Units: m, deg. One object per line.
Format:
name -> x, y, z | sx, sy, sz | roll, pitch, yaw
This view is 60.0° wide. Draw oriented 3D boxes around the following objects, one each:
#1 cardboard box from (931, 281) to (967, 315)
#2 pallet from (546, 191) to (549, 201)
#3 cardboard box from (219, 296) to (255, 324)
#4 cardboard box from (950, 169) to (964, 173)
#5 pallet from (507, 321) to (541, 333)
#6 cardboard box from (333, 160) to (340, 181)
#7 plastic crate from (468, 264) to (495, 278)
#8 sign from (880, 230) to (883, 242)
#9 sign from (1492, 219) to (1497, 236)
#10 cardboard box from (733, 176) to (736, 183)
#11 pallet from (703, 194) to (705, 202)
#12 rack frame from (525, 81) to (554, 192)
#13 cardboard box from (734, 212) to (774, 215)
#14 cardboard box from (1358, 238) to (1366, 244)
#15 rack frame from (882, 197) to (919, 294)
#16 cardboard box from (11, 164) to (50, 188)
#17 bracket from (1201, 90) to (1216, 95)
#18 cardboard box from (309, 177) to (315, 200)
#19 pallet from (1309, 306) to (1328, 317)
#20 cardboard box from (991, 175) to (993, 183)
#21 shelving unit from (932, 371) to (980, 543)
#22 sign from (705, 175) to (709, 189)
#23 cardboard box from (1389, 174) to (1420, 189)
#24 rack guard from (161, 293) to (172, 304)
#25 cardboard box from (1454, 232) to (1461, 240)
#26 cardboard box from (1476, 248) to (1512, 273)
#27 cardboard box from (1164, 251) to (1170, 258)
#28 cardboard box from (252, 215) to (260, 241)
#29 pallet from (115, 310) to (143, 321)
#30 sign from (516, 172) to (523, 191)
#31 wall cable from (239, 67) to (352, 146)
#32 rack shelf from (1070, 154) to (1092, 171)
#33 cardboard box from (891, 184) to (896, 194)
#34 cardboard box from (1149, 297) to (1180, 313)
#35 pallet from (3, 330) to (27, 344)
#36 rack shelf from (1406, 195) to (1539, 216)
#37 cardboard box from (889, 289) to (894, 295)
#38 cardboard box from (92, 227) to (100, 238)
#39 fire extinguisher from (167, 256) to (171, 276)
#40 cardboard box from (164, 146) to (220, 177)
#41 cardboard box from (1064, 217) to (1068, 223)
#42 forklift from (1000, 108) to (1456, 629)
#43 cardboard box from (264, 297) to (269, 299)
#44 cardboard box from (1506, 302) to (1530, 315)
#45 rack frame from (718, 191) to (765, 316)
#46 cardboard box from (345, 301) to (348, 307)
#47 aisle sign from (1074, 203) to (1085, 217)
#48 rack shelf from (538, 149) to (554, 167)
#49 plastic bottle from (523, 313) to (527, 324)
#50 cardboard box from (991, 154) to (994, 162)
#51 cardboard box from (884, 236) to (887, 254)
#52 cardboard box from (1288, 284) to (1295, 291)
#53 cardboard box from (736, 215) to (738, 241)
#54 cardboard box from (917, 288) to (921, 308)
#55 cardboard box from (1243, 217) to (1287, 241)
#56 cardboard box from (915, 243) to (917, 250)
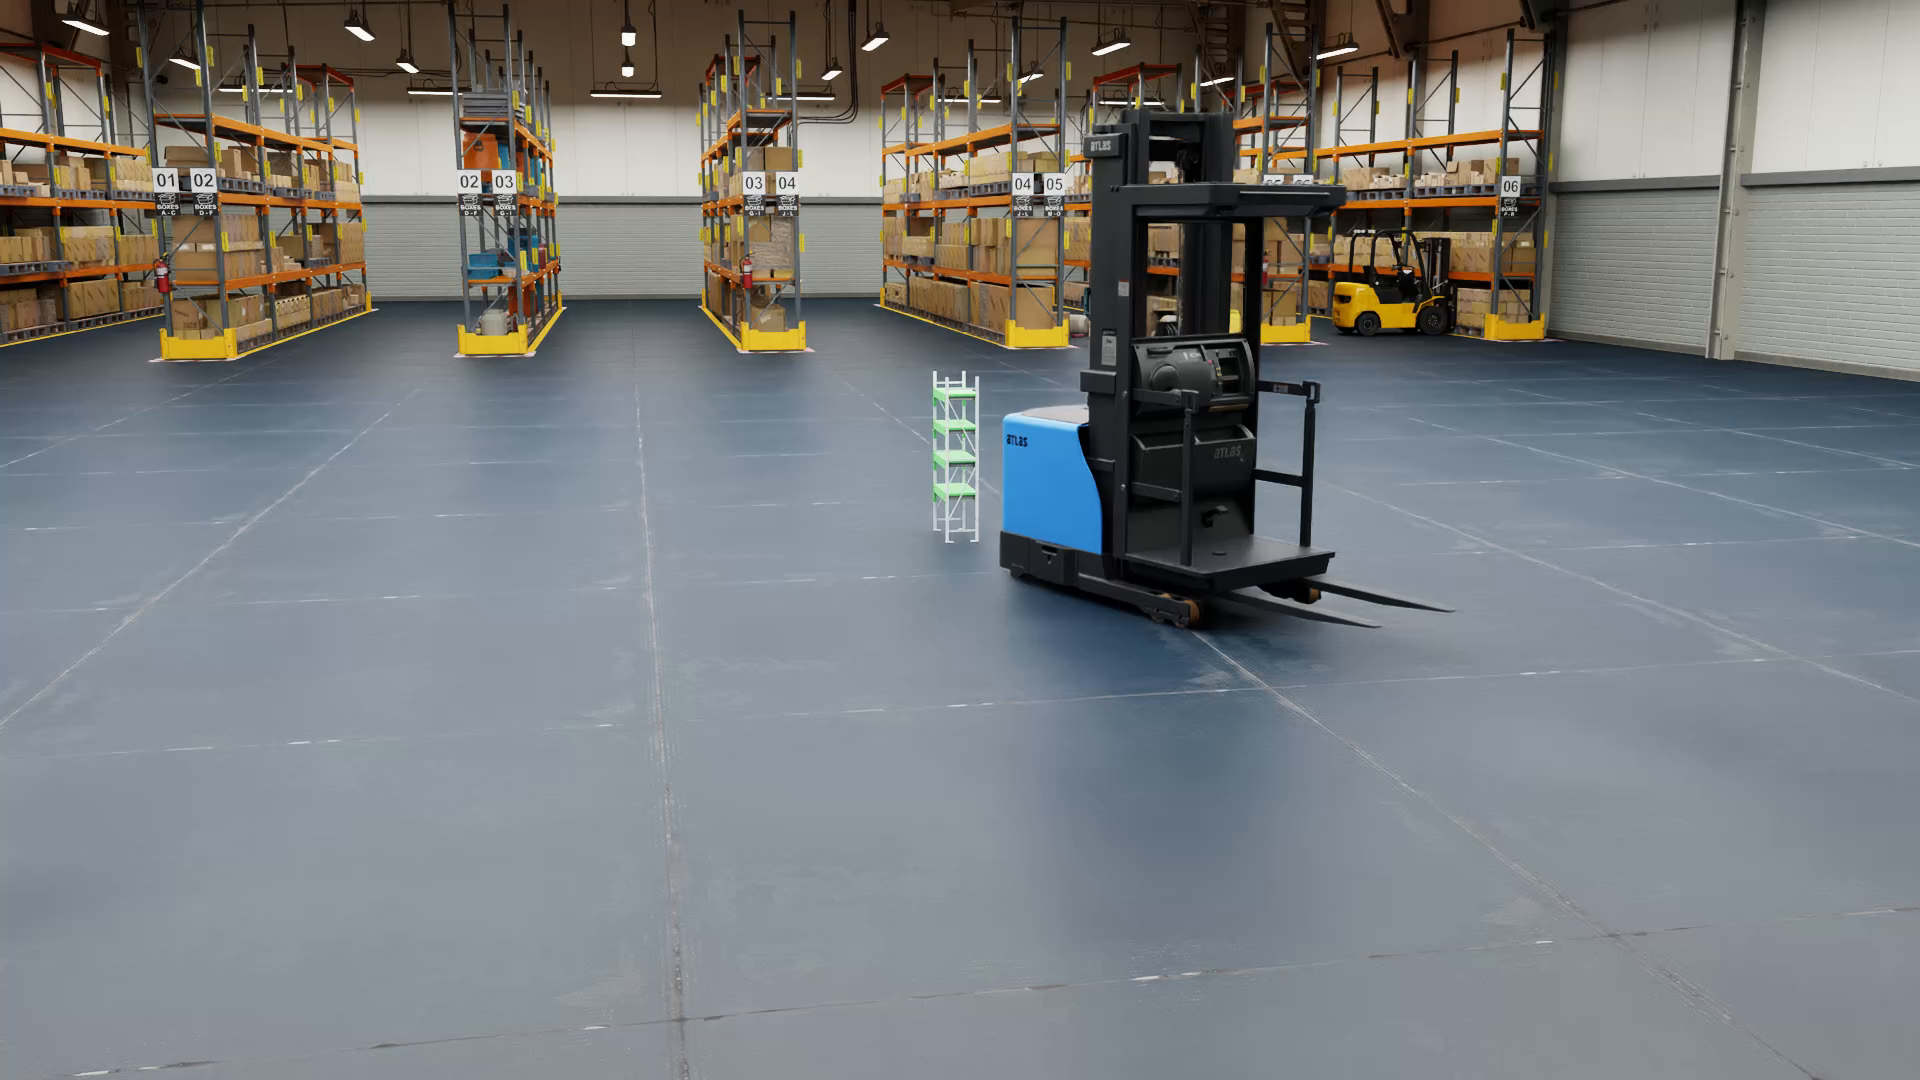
cardboard box -> -0.075, -5.606, 38.522 | 1.050, 0.750, 0.750 | -2, 11, -12
pallet -> -10.155, -8.044, 38.921 | 1.003, 0.211, 1.213 | -2, 11, -11
cardboard box -> -13.327, -4.237, 30.660 | 0.500, 0.500, 0.500 | -2, 11, -11
cardboard box -> -0.102, -8.743, 39.771 | 0.396, 0.266, 0.258 | -2, 11, -11
pallet -> -9.502, -4.541, 35.492 | 1.003, 0.211, 1.213 | -2, 11, -11
cardboard box -> -15.576, -9.031, 40.657 | 0.700, 0.500, 0.500 | -2, 11, -11
plastic crate -> -8.804, -4.938, 30.516 | 0.499, 0.251, 0.408 | -2, 11, -11
sign -> -2.193, -8.493, 46.479 | 0.100, 0.325, 0.005 | -2, 11, -11
sign -> 10.620, -6.200, 33.021 | 0.100, 0.325, 0.005 | -2, 11, -11
cardboard box -> -4.244, -7.057, 32.564 | 0.380, 0.149, 0.250 | -2, 11, -12
pallet -> -6.391, -9.220, 44.829 | 1.003, 0.211, 1.213 | -2, 11, -11
rack frame -> -11.404, -10.692, 44.307 | 1.000, 3.000, 0.127 | -2, 11, -11
cardboard box -> -4.229, -6.376, 34.948 | 1.000, 1.000, 1.000 | -2, 11, -11
cardboard box -> 9.633, -7.062, 39.275 | 0.380, 0.149, 0.250 | -2, 11, -10
rack frame -> -1.661, -8.087, 46.664 | 1.000, 3.000, 0.127 | -2, 11, -11
cardboard box -> -19.715, -7.742, 35.382 | 0.700, 0.500, 0.500 | -3, 11, -15
bracket -> 7.430, -14.285, 53.556 | 0.076, 0.066, 5.218 | -2, 11, -11
cardboard box -> -15.026, -7.889, 37.332 | 0.910, 0.500, 0.500 | -2, 11, -11
pallet -> 9.491, -5.768, 41.938 | 1.003, 0.211, 1.213 | -2, 11, -11
cardboard box -> 0.807, -7.040, 32.421 | 0.380, 0.149, 0.250 | -2, 11, -11
shelving unit -> -0.032, -0.620, 12.244 | 0.258, 1.200, 0.503 | -2, 11, -11
sign -> -6.312, -8.938, 41.516 | 0.100, 0.325, 0.005 | -2, 11, -11
cardboard box -> 9.997, -8.075, 37.426 | 0.500, 0.311, 0.500 | -2, 11, -13
rack guard -> -21.127, -6.161, 43.231 | 1.175, 0.500, 0.348 | -2, 11, -11
cardboard box -> 10.532, -6.335, 34.659 | 0.380, 0.149, 0.250 | -2, 11, -10
cardboard box -> 10.802, -5.662, 33.656 | 0.500, 0.500, 0.500 | -2, 11, -12
cardboard box -> 4.878, -6.537, 38.067 | 0.380, 0.149, 0.250 | -2, 11, -9
cardboard box -> -13.837, -5.970, 31.804 | 0.700, 0.500, 0.500 | -2, 11, -11
pallet -> -20.415, -5.424, 40.129 | 1.003, 0.211, 1.213 | -2, 11, -11
sign -> -7.752, -6.308, 29.269 | 0.100, 0.325, 0.005 | -2, 11, -11
wall cable -> -19.218, -12.436, 48.267 | 3.097, 2.526, 0.112 | -2, 11, -11
rack shelf -> 3.564, -10.316, 45.324 | 1.077, 0.370, 4.000 | -2, 11, -11
cardboard box -> -1.542, -9.361, 44.399 | 0.500, 0.250, 0.500 | -3, 11, -13
cardboard box -> 4.982, -5.495, 38.949 | 0.950, 0.372, 0.625 | -2, 11, -12
pallet -> -18.941, -3.957, 32.422 | 1.003, 0.211, 1.213 | -2, 11, -11
rack shelf -> 10.766, -7.019, 34.956 | 1.077, 0.370, 4.000 | -2, 11, -11
cardboard box -> -1.735, -6.789, 45.548 | 0.380, 0.149, 0.250 | -2, 11, -9
cardboard box -> -19.813, -6.961, 37.624 | 0.500, 0.250, 0.500 | -2, 11, -10
fire extinguisher -> -20.699, -7.208, 43.250 | 0.296, 0.674, 0.183 | -2, 11, -11
cardboard box -> -13.260, -6.536, 28.719 | 0.797, 0.503, 0.637 | -1, 11, -7
cardboard box -> 3.100, -8.925, 46.387 | 0.380, 0.149, 0.250 | -2, 11, -13
forklift -> 1.533, -1.034, 9.793 | 1.130, 2.935, 3.031 | -8, 13, -35
cardboard box -> -14.687, -4.933, 34.824 | 0.500, 0.311, 0.500 | -2, 11, -13
cardboard box -> 11.267, -4.727, 33.905 | 0.500, 0.250, 0.500 | -2, 11, -10
rack frame -> -4.990, -6.458, 38.105 | 1.000, 3.000, 0.127 | -2, 11, -11
cardboard box -> -15.533, -5.900, 41.571 | 0.380, 0.166, 0.250 | -2, 11, -11
aisle sign -> 3.465, -9.587, 47.593 | 0.394, 0.787, 0.004 | -2, 11, -11
rack shelf -> -11.015, -9.776, 42.484 | 1.077, 0.370, 4.000 | -2, 11, -11
plastic bottle -> -8.662, -4.352, 32.945 | 0.144, 0.351, 0.185 | -2, 11, -13
cardboard box -> 0.806, -7.433, 32.351 | 0.380, 0.149, 0.250 | -2, 11, -12
cardboard box -> -1.845, -8.190, 46.142 | 0.500, 0.500, 0.500 | -2, 11, -8
cardboard box -> 8.900, -6.426, 43.497 | 0.500, 0.500, 0.500 | -2, 11, -13
cardboard box -> -4.070, -6.045, 32.195 | 0.500, 0.500, 0.500 | -2, 11, -11
cardboard box -> -0.780, -5.994, 41.230 | 0.500, 0.500, 0.500 | -2, 11, -10
cardboard box -> 5.973, -6.123, 32.609 | 0.700, 0.500, 0.500 | -2, 11, -12
cardboard box -> -0.901, -7.160, 40.543 | 0.380, 0.149, 0.250 | -2, 11, -10
